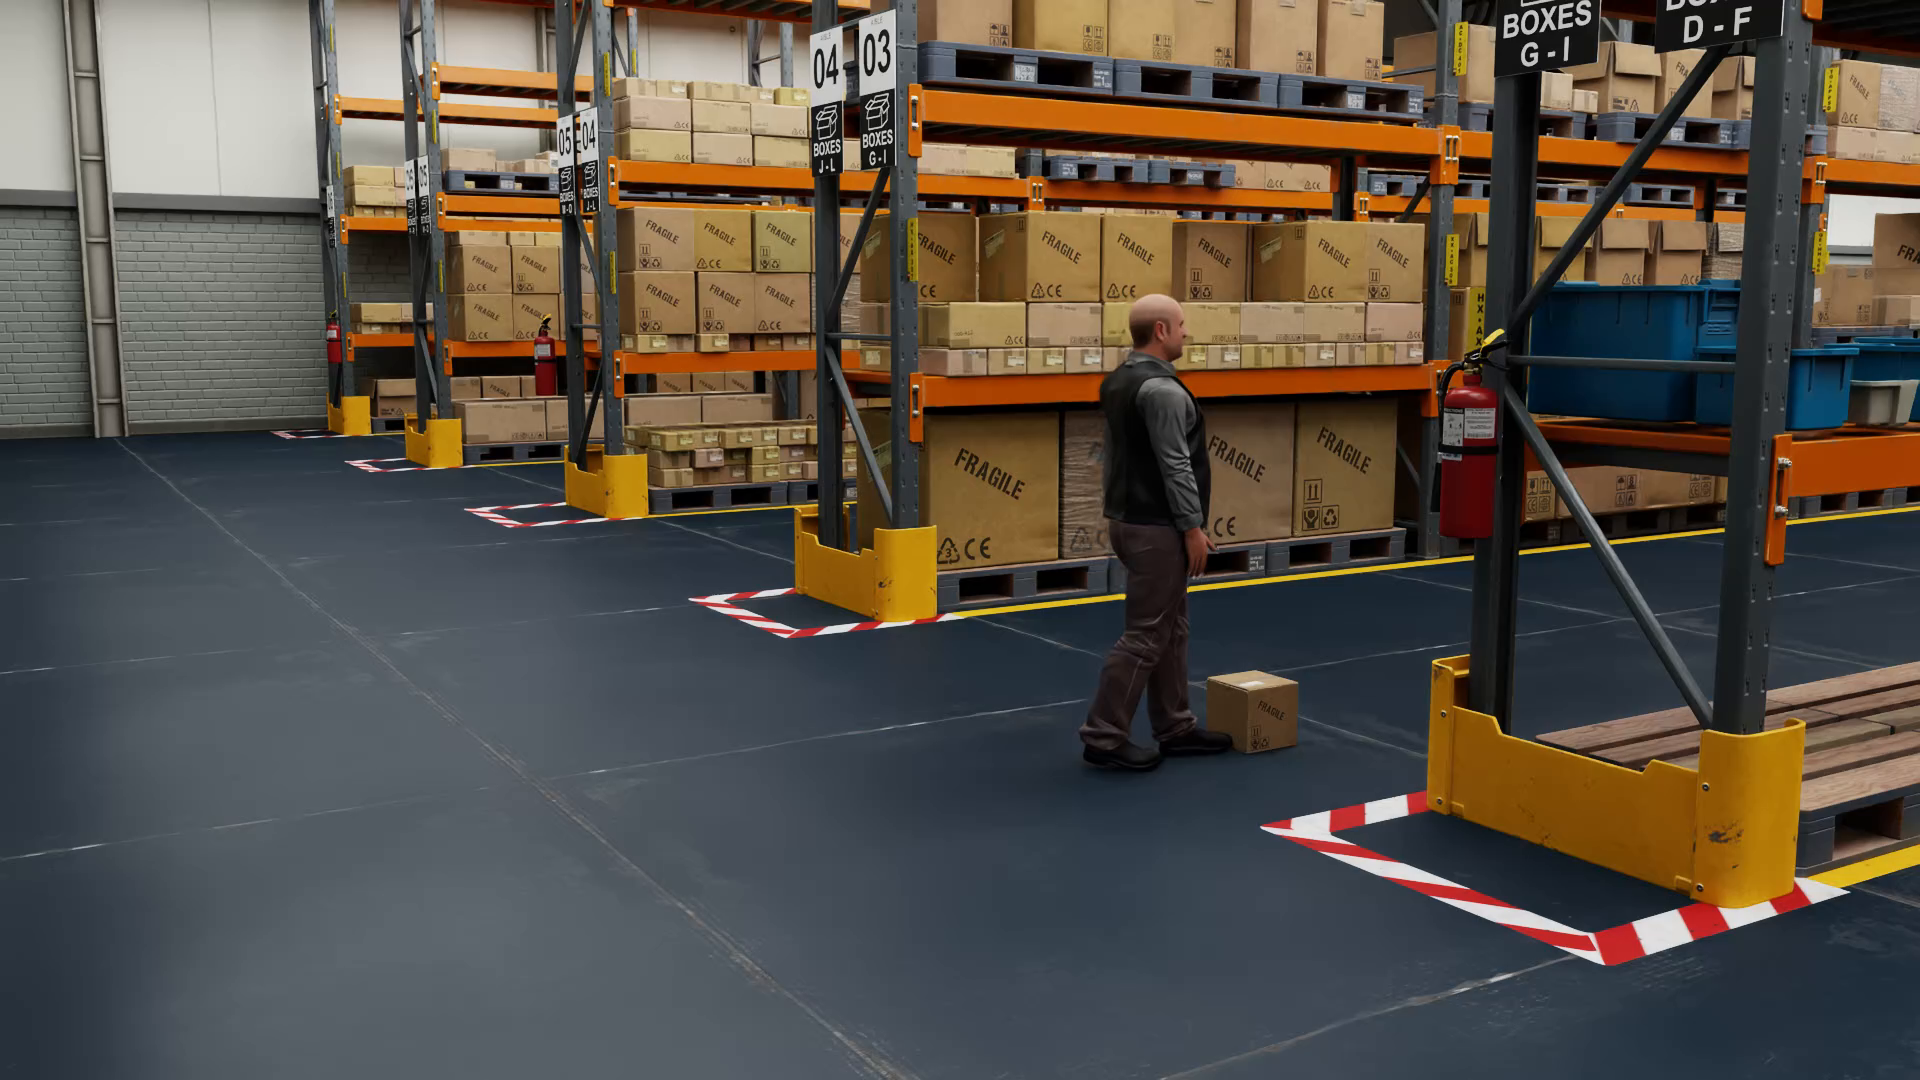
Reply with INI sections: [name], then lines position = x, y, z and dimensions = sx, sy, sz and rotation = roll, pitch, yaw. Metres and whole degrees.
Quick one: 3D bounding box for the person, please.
[person]
position = 0.746, -0.029, 6.067
dimensions = 0.655, 1.719, 0.544
rotation = -2, 8, -13
